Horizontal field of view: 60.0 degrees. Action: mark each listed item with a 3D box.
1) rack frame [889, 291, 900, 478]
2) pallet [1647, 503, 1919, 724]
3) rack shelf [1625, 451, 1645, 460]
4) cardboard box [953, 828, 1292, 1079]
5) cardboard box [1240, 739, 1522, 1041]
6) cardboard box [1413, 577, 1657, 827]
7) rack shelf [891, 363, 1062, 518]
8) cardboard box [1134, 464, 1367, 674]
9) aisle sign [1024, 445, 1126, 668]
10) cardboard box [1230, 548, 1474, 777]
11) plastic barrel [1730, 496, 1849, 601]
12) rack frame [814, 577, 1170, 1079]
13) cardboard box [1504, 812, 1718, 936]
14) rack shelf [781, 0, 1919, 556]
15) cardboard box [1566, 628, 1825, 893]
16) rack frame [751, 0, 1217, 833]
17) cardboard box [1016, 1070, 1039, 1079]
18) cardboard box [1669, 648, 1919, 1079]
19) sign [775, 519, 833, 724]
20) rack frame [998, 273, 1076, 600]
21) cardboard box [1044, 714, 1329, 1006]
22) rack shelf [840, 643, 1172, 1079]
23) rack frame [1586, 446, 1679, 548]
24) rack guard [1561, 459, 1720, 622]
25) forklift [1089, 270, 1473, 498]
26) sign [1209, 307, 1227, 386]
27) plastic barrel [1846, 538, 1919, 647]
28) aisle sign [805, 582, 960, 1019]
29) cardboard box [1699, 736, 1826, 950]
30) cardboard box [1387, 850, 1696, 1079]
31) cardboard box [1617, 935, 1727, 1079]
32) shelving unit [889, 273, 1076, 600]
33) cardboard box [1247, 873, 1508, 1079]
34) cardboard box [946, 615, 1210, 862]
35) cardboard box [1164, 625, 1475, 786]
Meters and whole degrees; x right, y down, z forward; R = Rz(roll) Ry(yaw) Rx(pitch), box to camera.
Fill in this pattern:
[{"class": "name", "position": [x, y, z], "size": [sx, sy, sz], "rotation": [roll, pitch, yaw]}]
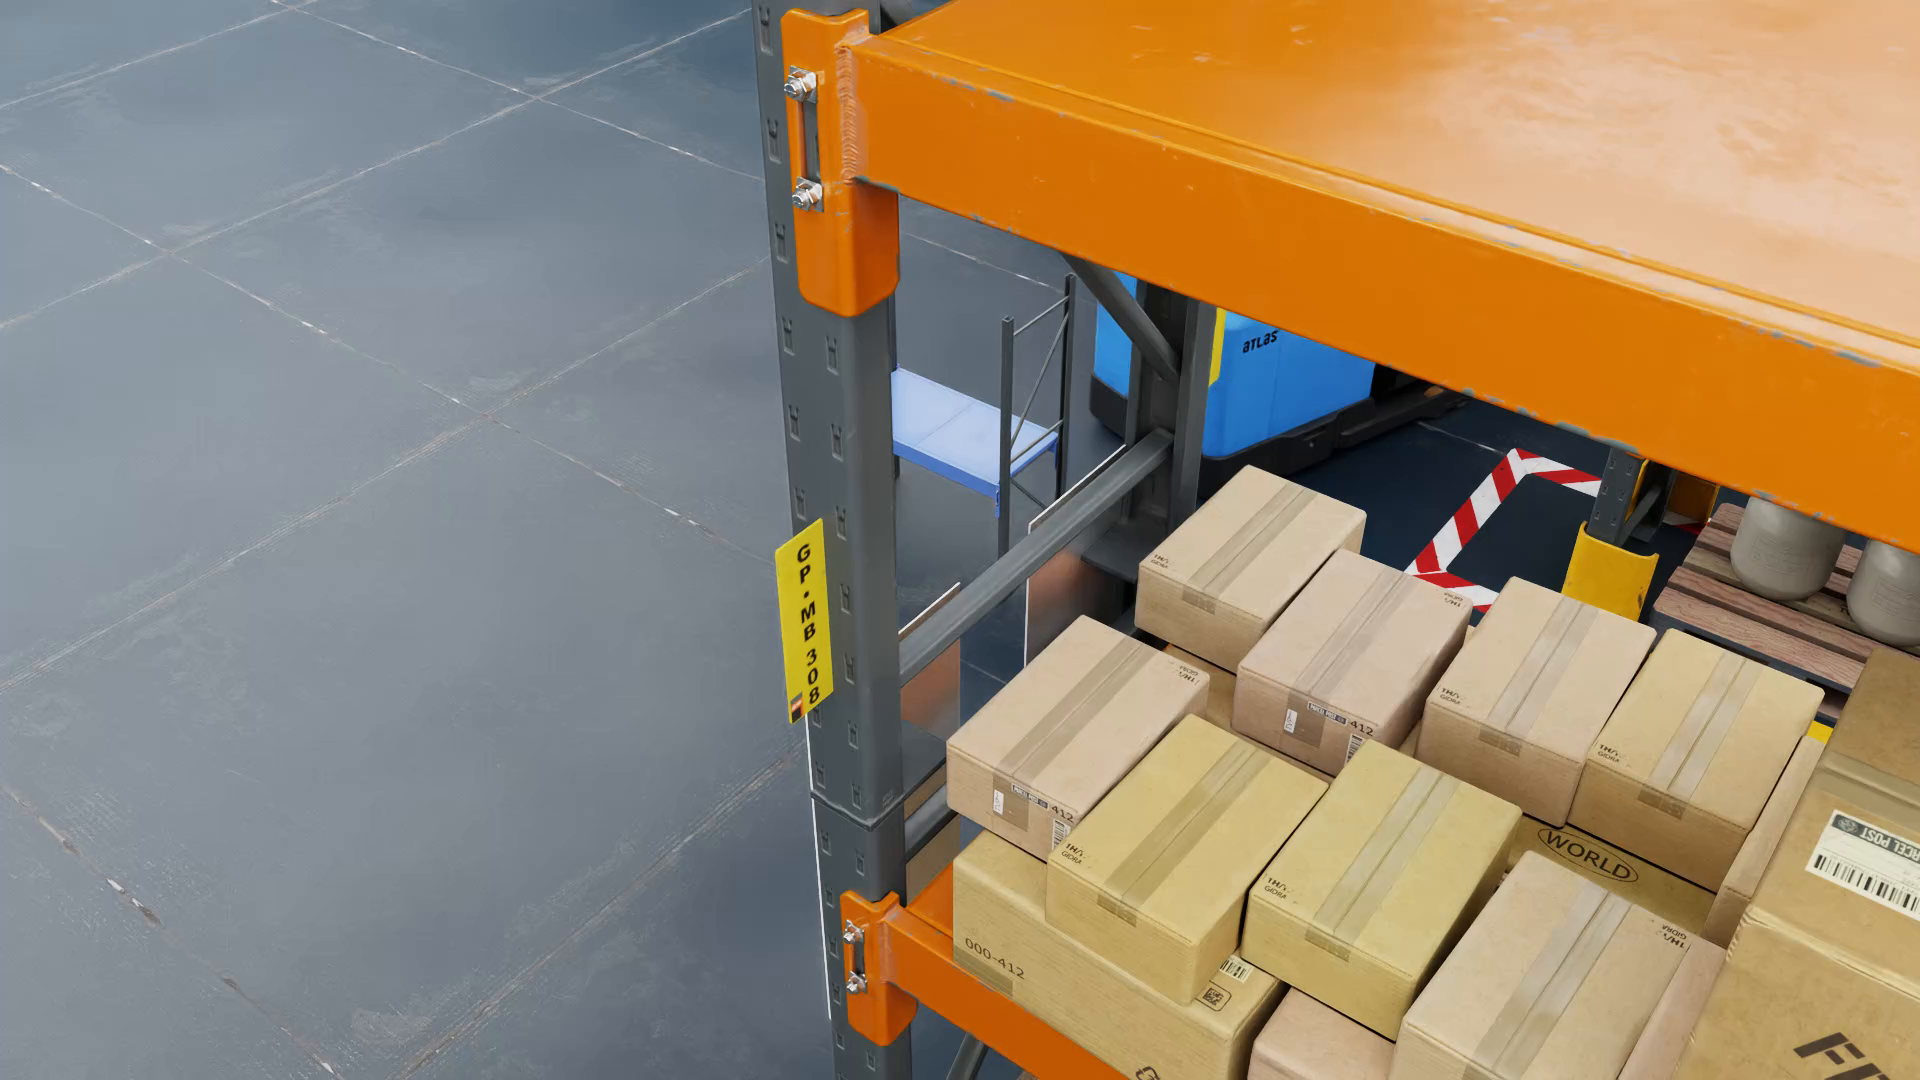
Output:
[{"class": "rack frame", "position": [-0.472, -0.813, 7.932], "size": [0.032, 1.500, 0.500], "rotation": [25, 45, 29]}, {"class": "pallet", "position": [3.851, 0.364, 7.474], "size": [1.213, 0.211, 1.003], "rotation": [25, 45, 29]}, {"class": "rack shelf", "position": [4.708, -0.014, 6.279], "size": [4.000, 0.370, 1.077], "rotation": [25, 45, 29]}, {"class": "cardboard box", "position": [0.336, 0.564, 2.645], "size": [0.500, 0.250, 0.500], "rotation": [27, 45, 30]}, {"class": "cardboard box", "position": [0.612, 0.495, 2.410], "size": [0.250, 0.149, 0.380], "rotation": [24, 44, 28]}, {"class": "cardboard box", "position": [0.940, 0.255, 2.717], "size": [0.250, 0.149, 0.380], "rotation": [23, 44, 27]}, {"class": "rack shelf", "position": [-0.068, -0.481, 7.800], "size": [1.000, 0.185, 0.538], "rotation": [25, 45, 29]}, {"class": "cardboard box", "position": [0.521, 0.051, 2.977], "size": [0.250, 0.149, 0.380], "rotation": [25, 45, 29]}, {"class": "aisle sign", "position": [0.244, 0.185, 3.332], "size": [0.004, 0.787, 0.394], "rotation": [25, 45, 29]}, {"class": "cardboard box", "position": [0.656, 0.206, 2.779], "size": [0.250, 0.149, 0.380], "rotation": [24, 44, 27]}, {"class": "plastic barrel", "position": [3.689, -0.023, 7.384], "size": [0.421, 0.512, 0.421], "rotation": [0, 38, 0]}, {"class": "rack frame", "position": [0.111, 1.379, 3.916], "size": [0.127, 3.000, 1.000], "rotation": [25, 45, 29]}, {"class": "cardboard box", "position": [1.046, 0.499, 2.729], "size": [0.500, 0.250, 0.500], "rotation": [26, 45, 29]}, {"class": "rack shelf", "position": [1.699, 0.051, 1.333], "size": [4.000, 0.370, 1.077], "rotation": [25, 45, 29]}, {"class": "cardboard box", "position": [1.154, 0.337, 2.612], "size": [0.250, 0.149, 0.380], "rotation": [26, 45, 29]}, {"class": "rack frame", "position": [0.111, -0.983, 2.067], "size": [0.127, 3.000, 1.000], "rotation": [25, 45, 29]}, {"class": "cardboard box", "position": [0.382, 1.168, 3.052], "size": [0.500, 0.500, 0.500], "rotation": [25, 45, 29]}, {"class": "cardboard box", "position": [1.126, 0.533, 1.836], "size": [0.500, 0.500, 0.500], "rotation": [25, 44, 28]}, {"class": "sign", "position": [-0.219, 0.120, 2.382], "size": [0.005, 0.325, 0.100], "rotation": [25, 45, 29]}, {"class": "rack frame", "position": [0.336, -0.432, 7.446], "size": [0.032, 1.500, 0.500], "rotation": [25, 45, 29]}, {"class": "cardboard box", "position": [0.336, 0.461, 2.454], "size": [0.250, 0.149, 0.380], "rotation": [26, 45, 29]}, {"class": "rack shelf", "position": [1.699, 1.230, 2.256], "size": [4.000, 0.370, 1.077], "rotation": [25, 45, 29]}, {"class": "rack frame", "position": [3.120, -1.046, 7.014], "size": [0.127, 3.000, 1.000], "rotation": [25, 45, 29]}, {"class": "rack guard", "position": [3.209, -0.056, 7.777], "size": [0.348, 0.500, 1.175], "rotation": [25, 45, 29]}, {"class": "forklift", "position": [2.200, -2.062, 8.367], "size": [3.031, 2.935, 1.130], "rotation": [-22, 43, -26]}, {"class": "sign", "position": [0.464, -0.415, 3.056], "size": [0.005, 0.325, 0.100], "rotation": [25, 45, 29]}, {"class": "plastic barrel", "position": [4.087, 0.165, 7.144], "size": [0.421, 0.512, 0.421], "rotation": [0, 38, 0]}, {"class": "aisle sign", "position": [-0.121, 0.479, 2.957], "size": [0.004, 0.787, 0.394], "rotation": [25, 45, 29]}, {"class": "cardboard box", "position": [1.275, 0.491, 2.415], "size": [0.250, 0.149, 0.380], "rotation": [26, 45, 29]}, {"class": "cardboard box", "position": [0.785, 0.632, 2.235], "size": [0.250, 0.149, 0.380], "rotation": [27, 46, 30]}, {"class": "cardboard box", "position": [0.975, 0.725, 2.116], "size": [0.250, 0.149, 0.380], "rotation": [25, 45, 28]}, {"class": "shelving unit", "position": [-0.068, -0.622, 7.689], "size": [1.048, 1.500, 0.538], "rotation": [25, 45, 29]}, {"class": "cardboard box", "position": [0.750, 0.754, 2.402], "size": [0.500, 0.250, 0.500], "rotation": [24, 44, 28]}, {"class": "cardboard box", "position": [0.189, 0.317, 2.638], "size": [0.250, 0.149, 0.380], "rotation": [25, 44, 28]}, {"class": "cardboard box", "position": [0.648, 0.313, 2.966], "size": [0.500, 0.250, 0.500], "rotation": [26, 45, 30]}]
